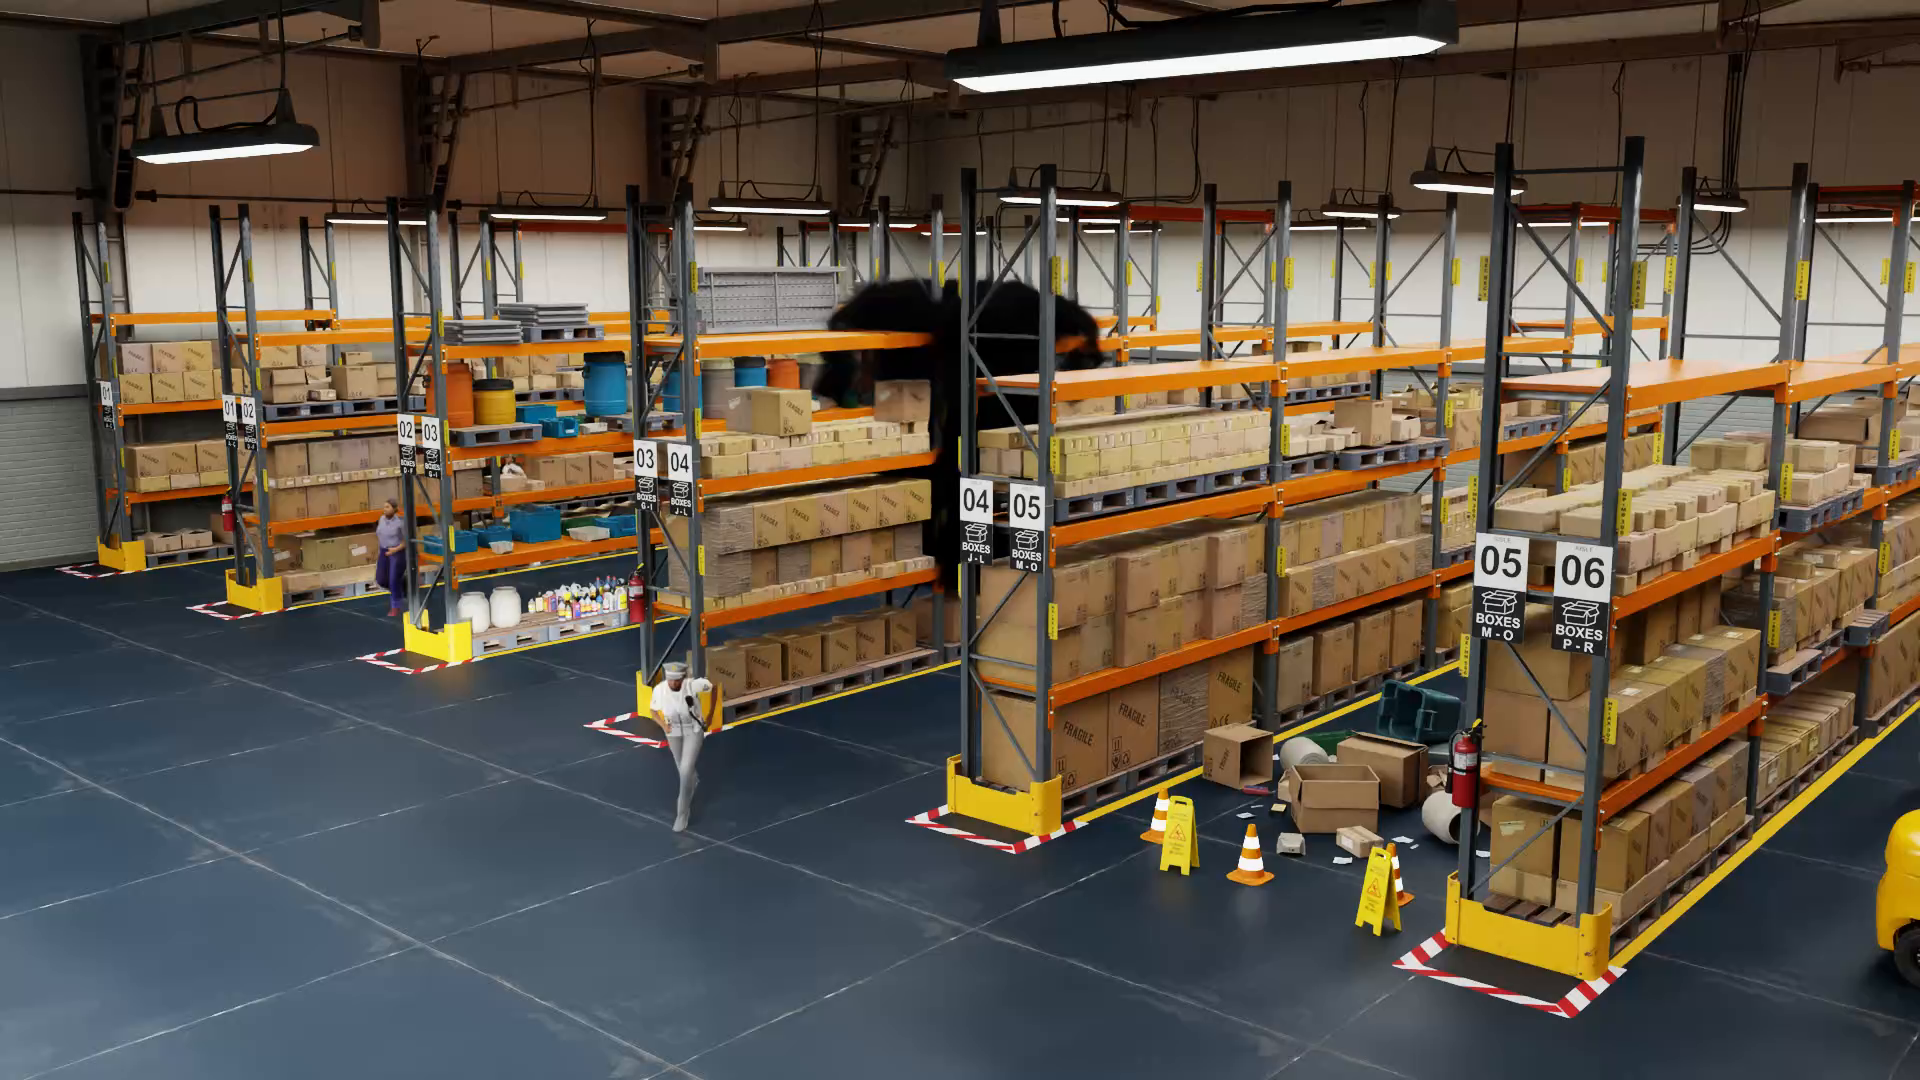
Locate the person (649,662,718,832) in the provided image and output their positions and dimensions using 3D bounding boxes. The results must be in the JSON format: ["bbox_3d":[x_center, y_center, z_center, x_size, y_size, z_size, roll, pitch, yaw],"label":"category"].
[{"bbox_3d":[-2.563,1.850,15.585,0.618,1.626,0.978,0,9,0],"label":"person"}]

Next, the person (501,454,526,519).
[{"bbox_3d":[-8.559,-0.901,31.742,0.616,1.659,0.531,7,12,36],"label":"person"}]

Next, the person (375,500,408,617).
[{"bbox_3d":[-7.929,0.238,23.335,0.630,1.642,0.584,4,10,21],"label":"person"}]

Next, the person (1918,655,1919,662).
[{"bbox_3d":[9.962,1.518,16.700,0.646,1.808,0.851,9,13,42],"label":"person"}]
